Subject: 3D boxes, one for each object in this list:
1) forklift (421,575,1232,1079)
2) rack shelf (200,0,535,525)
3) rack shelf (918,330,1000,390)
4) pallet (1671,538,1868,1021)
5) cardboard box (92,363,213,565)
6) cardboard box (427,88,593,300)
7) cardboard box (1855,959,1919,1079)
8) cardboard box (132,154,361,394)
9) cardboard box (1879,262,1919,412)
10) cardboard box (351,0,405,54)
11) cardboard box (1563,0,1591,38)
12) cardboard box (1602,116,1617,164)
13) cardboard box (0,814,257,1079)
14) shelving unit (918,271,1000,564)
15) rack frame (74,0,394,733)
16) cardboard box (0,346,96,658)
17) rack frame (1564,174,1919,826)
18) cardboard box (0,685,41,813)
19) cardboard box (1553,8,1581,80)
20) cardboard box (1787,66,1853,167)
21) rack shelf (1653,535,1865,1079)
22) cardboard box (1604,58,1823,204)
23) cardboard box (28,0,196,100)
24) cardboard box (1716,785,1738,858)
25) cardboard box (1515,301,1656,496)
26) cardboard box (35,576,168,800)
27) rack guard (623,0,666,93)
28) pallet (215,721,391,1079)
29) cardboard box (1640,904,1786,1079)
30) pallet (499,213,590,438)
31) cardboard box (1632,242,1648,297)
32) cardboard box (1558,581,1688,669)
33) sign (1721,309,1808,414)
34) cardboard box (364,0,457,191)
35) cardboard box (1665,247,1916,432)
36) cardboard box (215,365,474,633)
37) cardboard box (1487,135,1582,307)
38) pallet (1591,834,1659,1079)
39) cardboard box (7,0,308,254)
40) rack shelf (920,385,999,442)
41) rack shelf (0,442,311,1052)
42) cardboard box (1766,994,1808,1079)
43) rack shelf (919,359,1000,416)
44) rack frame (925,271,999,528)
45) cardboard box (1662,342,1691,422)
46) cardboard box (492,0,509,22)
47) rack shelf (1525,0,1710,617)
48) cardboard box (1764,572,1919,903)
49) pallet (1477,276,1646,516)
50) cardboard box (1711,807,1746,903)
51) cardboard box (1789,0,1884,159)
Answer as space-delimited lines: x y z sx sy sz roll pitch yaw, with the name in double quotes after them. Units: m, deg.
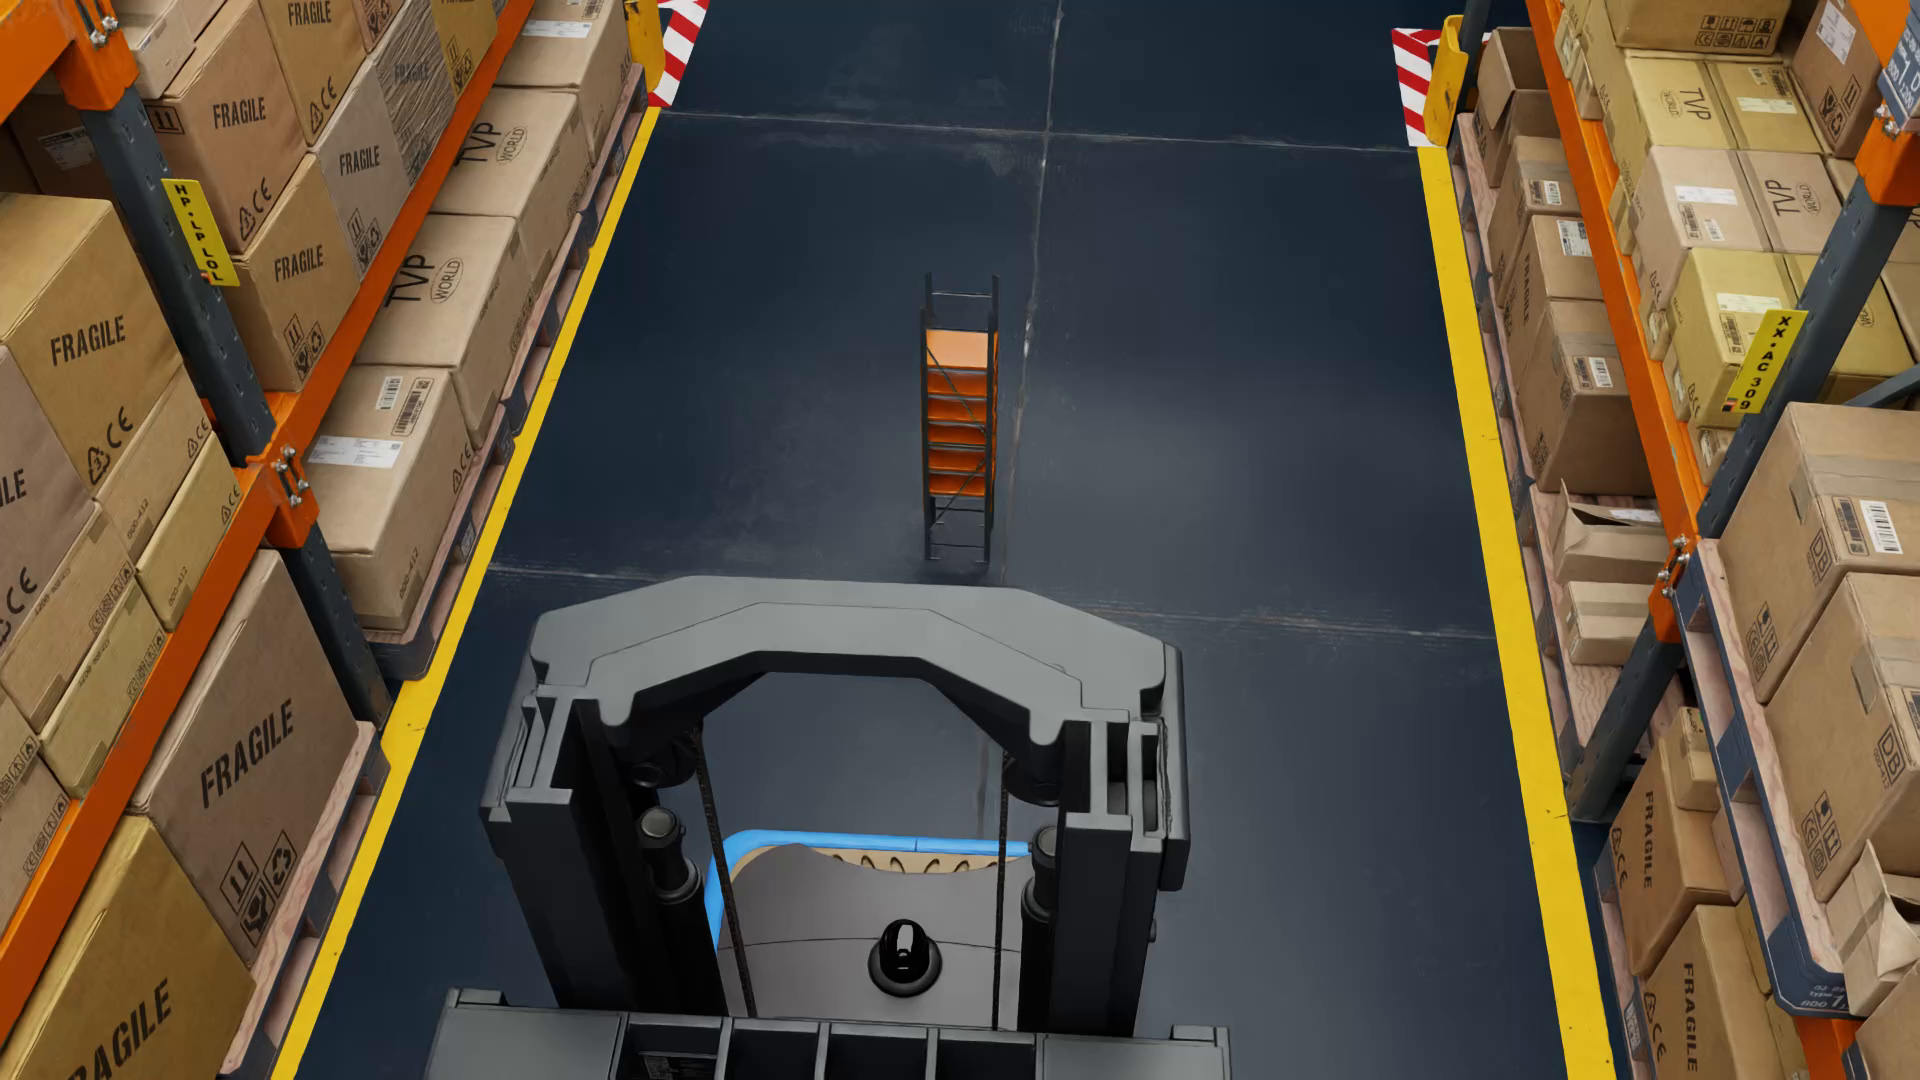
-0.189 1.561 2.836 1.130 2.935 3.031 2 48 2 "forklift"
-2.273 -1.664 6.227 1.077 0.370 4.000 4 48 4 "rack shelf"
-0.001 -0.607 5.565 0.258 0.103 0.180 4 48 4 "rack shelf"
2.306 0.539 3.855 1.003 0.211 1.213 4 48 4 "pallet"
-2.254 -0.215 4.177 0.500 0.250 0.500 4 48 3 "cardboard box"
-2.127 -1.489 7.030 0.875 0.438 0.875 5 48 5 "cardboard box"
2.102 1.016 2.935 0.700 0.500 0.500 4 48 3 "cardboard box"
-2.152 -0.798 4.879 0.500 0.500 0.500 5 48 5 "cardboard box"
2.802 -0.502 4.576 0.500 0.250 0.500 3 48 3 "cardboard box"
-2.061 -1.888 5.199 0.500 0.500 0.500 5 48 4 "cardboard box"
2.454 -2.037 5.980 0.500 0.250 0.500 3 48 3 "cardboard box"
2.424 -1.405 5.673 0.380 0.149 0.250 4 48 3 "cardboard box"
-2.507 1.264 4.217 0.875 0.875 0.875 5 48 5 "cardboard box"
-0.001 -0.394 5.798 0.258 1.200 0.189 4 48 4 "shelving unit"
-2.455 -0.437 4.617 1.000 3.000 0.127 4 48 4 "rack frame"
-2.286 -0.082 3.547 0.500 0.500 0.500 5 48 4 "cardboard box"
2.488 -0.106 4.314 1.000 3.000 0.127 4 48 4 "rack frame"
-2.333 0.534 3.492 0.500 0.250 0.500 5 48 4 "cardboard box"
2.382 -1.794 6.028 0.380 0.149 0.250 3 48 2 "cardboard box"
2.890 -1.250 5.260 0.500 0.250 0.500 5 48 4 "cardboard box"
2.306 1.607 3.235 1.077 0.370 4.000 4 48 4 "rack shelf"
2.381 -1.281 5.289 0.500 0.250 0.500 4 48 3 "cardboard box"
-2.168 -1.242 4.168 0.380 0.149 0.250 3 48 3 "cardboard box"
2.214 0.717 4.330 0.380 0.149 0.250 2 48 2 "cardboard box"
2.491 -0.512 6.095 0.700 0.500 0.500 2 48 2 "cardboard box"
-2.293 0.334 4.013 0.500 0.250 0.500 3 48 3 "cardboard box"
-2.089 -2.550 8.244 1.175 0.500 0.348 4 48 4 "rack guard"
-2.451 1.076 5.123 1.003 0.211 1.213 4 48 4 "pallet"
2.181 1.328 4.412 0.500 0.500 0.500 3 48 3 "cardboard box"
-2.200 -0.948 6.974 1.003 0.211 1.213 4 48 4 "pallet"
2.318 -0.849 5.164 0.380 0.149 0.250 5 48 5 "cardboard box"
2.246 0.285 5.604 0.380 0.149 0.250 3 48 2 "cardboard box"
1.947 -0.429 4.023 0.100 0.325 0.005 4 48 4 "sign"
-2.050 -1.533 5.551 0.500 0.500 0.500 4 48 4 "cardboard box"
2.291 -0.546 4.617 0.500 0.250 0.500 5 48 5 "cardboard box"
-2.291 -0.168 5.823 0.875 0.438 0.875 3 48 3 "cardboard box"
2.586 -1.275 6.793 0.700 0.500 0.500 6 48 5 "cardboard box"
2.451 1.435 4.794 1.003 0.211 1.213 4 48 4 "pallet"
-2.171 -1.142 4.516 0.500 0.500 0.500 4 48 4 "cardboard box"
-0.001 -0.445 5.742 0.258 0.103 0.180 4 48 4 "rack shelf"
-2.638 1.275 3.538 1.077 0.370 4.000 4 48 4 "rack shelf"
2.219 1.223 4.068 0.380 0.149 0.250 3 48 3 "cardboard box"
-0.001 -0.526 5.653 0.258 0.103 0.180 4 48 4 "rack shelf"
0.007 -0.462 5.859 0.240 1.200 0.006 4 48 4 "rack frame"
2.268 -0.465 4.813 0.380 0.149 0.250 5 48 5 "cardboard box"
-1.969 -2.291 6.245 0.500 0.500 0.500 5 48 5 "cardboard box"
2.670 -1.333 5.924 1.077 0.370 4.000 4 48 4 "rack shelf"
2.174 0.440 3.463 0.700 0.500 0.500 4 48 4 "cardboard box"
2.660 -0.568 6.627 1.003 0.211 1.213 4 48 4 "pallet"
2.242 0.831 4.427 0.380 0.149 0.250 3 48 2 "cardboard box"
2.889 -1.485 4.967 0.500 0.500 0.500 3 48 2 "cardboard box"
